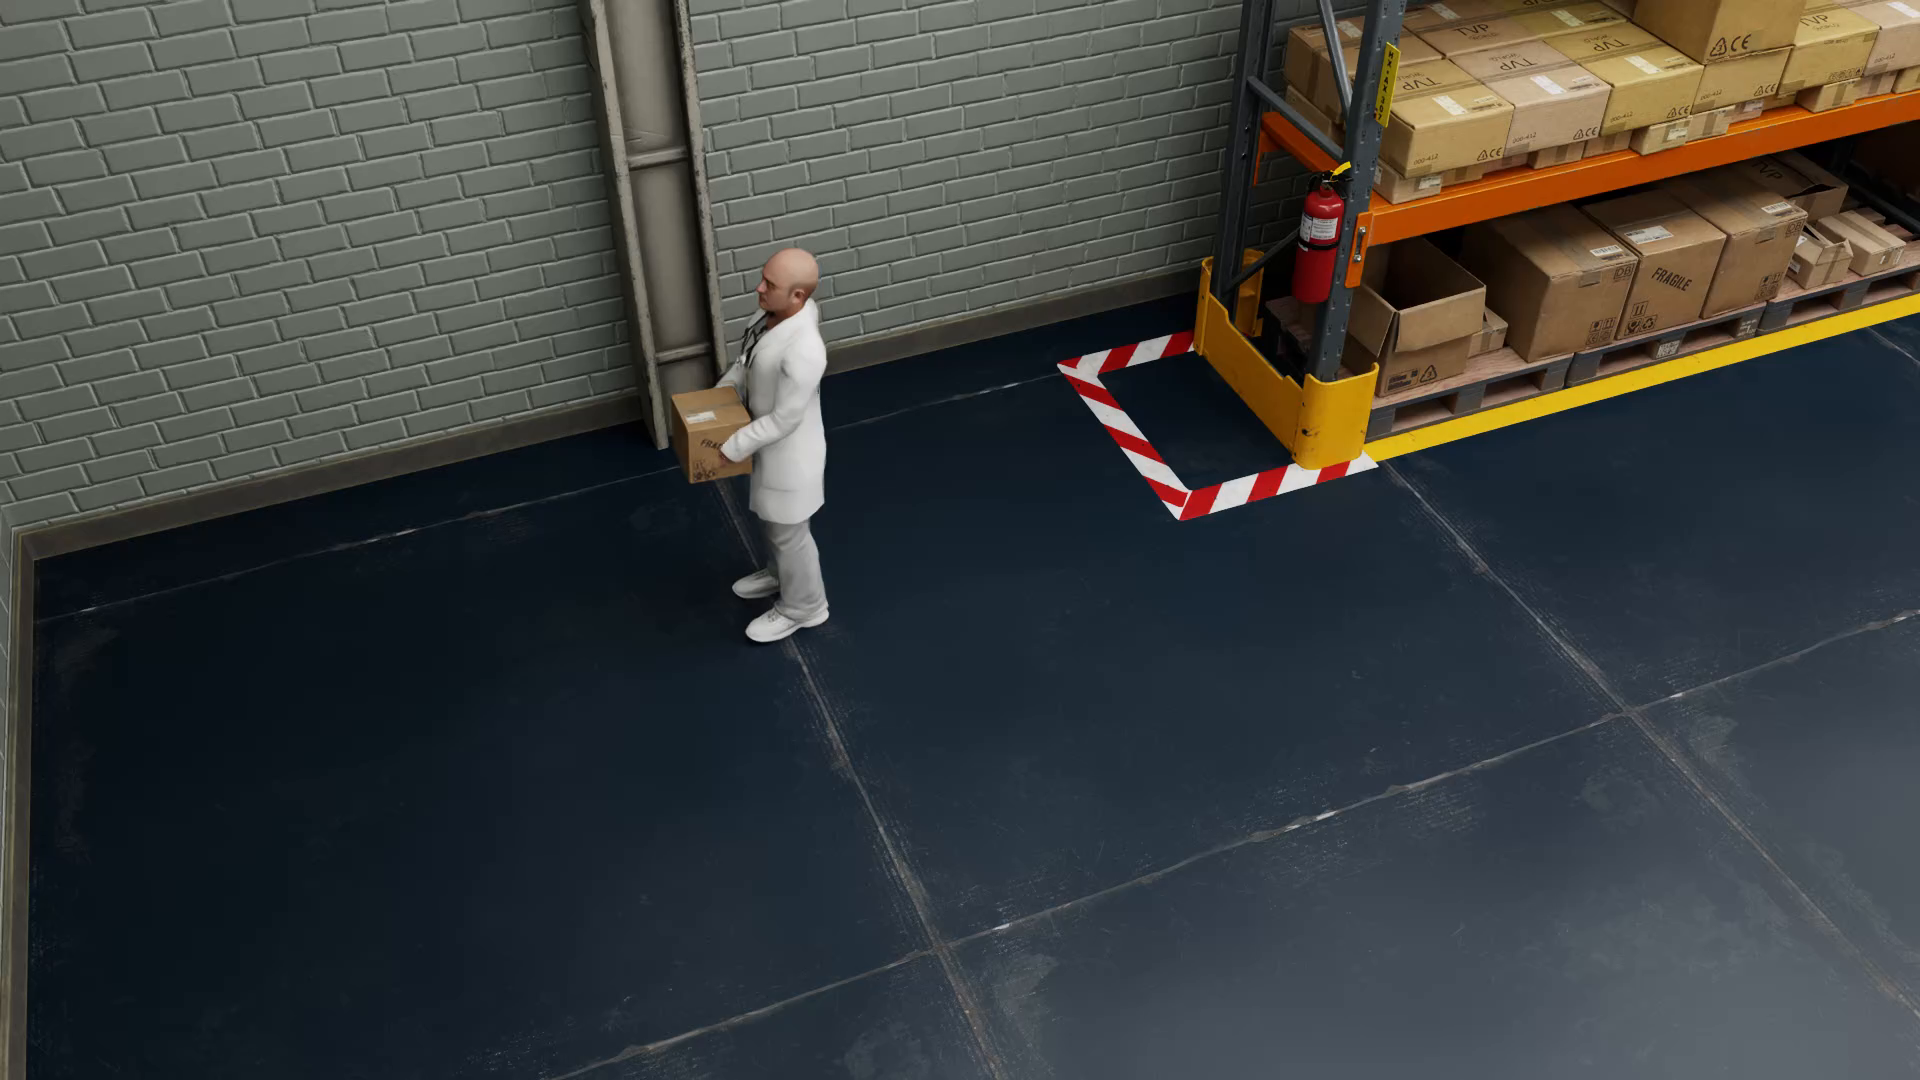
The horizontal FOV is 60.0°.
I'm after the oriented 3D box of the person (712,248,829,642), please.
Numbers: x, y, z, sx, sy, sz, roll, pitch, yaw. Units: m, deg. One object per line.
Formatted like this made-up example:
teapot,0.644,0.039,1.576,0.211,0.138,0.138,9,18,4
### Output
person,-0.784,-0.359,6.577,0.553,1.778,0.538,-10,42,-12
